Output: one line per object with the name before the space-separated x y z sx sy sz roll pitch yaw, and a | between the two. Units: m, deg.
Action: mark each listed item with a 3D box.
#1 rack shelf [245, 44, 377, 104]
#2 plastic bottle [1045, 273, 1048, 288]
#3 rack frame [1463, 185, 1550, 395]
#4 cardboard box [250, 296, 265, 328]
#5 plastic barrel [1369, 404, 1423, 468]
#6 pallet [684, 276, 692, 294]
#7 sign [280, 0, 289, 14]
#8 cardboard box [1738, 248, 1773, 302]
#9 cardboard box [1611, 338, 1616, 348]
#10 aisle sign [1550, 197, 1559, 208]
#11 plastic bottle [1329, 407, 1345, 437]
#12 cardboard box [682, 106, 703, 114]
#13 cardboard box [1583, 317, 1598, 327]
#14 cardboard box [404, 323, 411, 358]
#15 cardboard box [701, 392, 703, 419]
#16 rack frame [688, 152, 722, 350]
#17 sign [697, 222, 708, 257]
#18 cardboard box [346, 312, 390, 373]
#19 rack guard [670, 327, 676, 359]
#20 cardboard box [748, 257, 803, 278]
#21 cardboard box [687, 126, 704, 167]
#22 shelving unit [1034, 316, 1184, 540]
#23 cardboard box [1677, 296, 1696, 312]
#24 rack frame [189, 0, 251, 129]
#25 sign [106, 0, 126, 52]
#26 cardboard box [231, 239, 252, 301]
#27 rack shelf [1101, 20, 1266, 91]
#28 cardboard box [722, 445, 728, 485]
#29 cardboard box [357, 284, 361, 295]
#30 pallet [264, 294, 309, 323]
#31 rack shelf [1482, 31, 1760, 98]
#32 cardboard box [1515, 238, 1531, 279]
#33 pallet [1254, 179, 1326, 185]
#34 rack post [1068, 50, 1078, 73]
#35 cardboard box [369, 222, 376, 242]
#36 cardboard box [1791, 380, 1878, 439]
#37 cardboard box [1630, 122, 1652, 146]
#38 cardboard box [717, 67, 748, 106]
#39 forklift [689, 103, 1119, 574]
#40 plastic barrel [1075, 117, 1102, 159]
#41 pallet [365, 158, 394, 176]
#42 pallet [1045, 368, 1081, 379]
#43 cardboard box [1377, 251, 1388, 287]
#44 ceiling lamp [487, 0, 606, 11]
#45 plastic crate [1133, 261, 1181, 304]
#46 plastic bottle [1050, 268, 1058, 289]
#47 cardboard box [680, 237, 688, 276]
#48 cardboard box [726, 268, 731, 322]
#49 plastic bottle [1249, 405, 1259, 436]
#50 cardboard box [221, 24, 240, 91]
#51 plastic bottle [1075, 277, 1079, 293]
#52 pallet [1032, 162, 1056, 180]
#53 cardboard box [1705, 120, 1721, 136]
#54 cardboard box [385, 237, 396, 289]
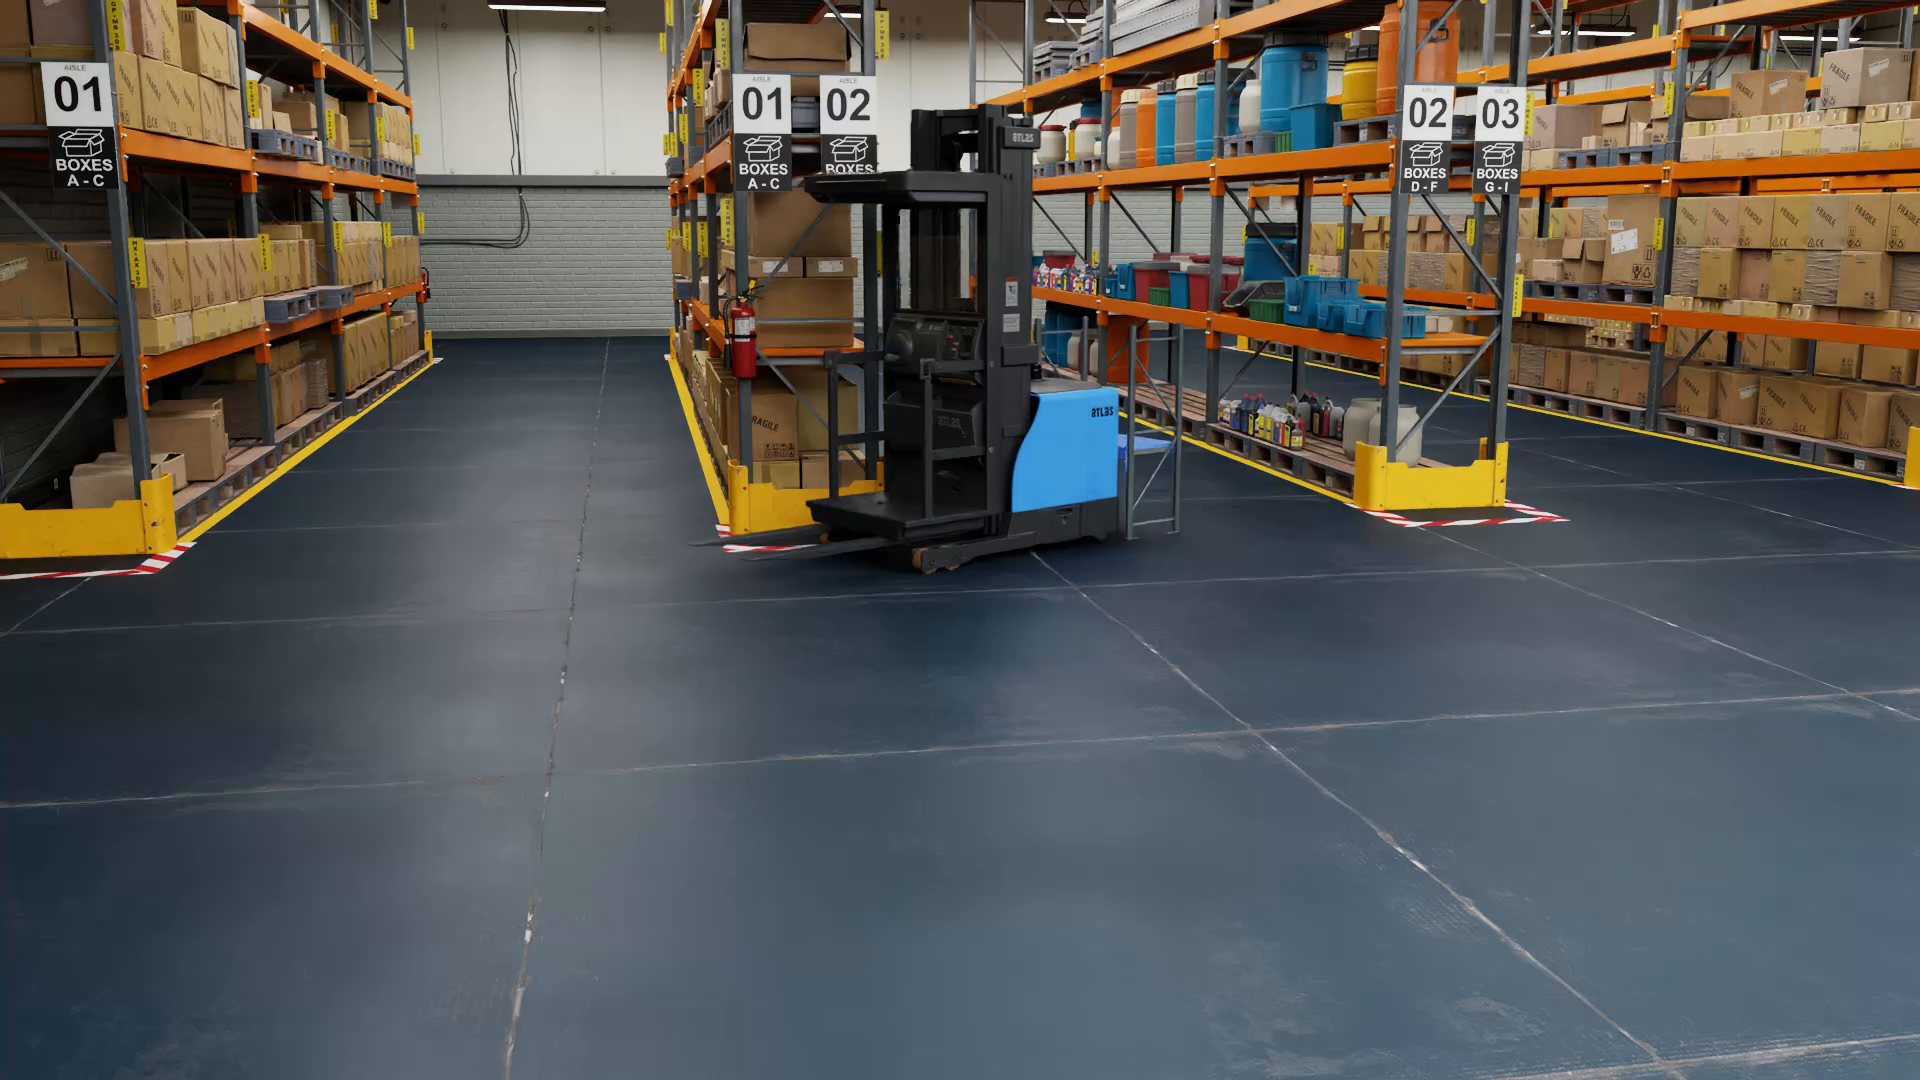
rack shelf | -7.893 -5.610 20.100 1.077 0.370 4.000 -2 11 -11
plastic bottle | 1.238 -3.637 23.313 0.097 0.201 0.097 0 11 0
rack frame | 7.072 -3.387 21.468 1.000 3.000 0.127 -2 11 -11
cardboard box | -6.337 -1.973 14.388 0.500 0.250 0.500 -2 11 -11
plastic barrel | 3.567 -0.842 13.626 0.421 0.512 0.421 0 11 0
pallet | -3.029 -3.289 21.470 1.003 0.211 1.213 -2 11 -11
sign | -8.831 -7.048 21.738 0.100 0.325 0.005 -2 11 -11
cardboard box | 8.136 -2.583 16.180 0.875 0.500 0.500 -2 11 -11
cardboard box | 10.800 -3.198 26.979 0.380 0.149 0.250 -2 11 -9
aisle sign | 10.681 -6.317 29.912 0.394 0.787 0.004 -2 11 -11
plastic bottle | 3.528 -1.119 15.662 0.152 0.276 0.135 -2 11 -10
cardboard box | -3.556 -5.863 23.511 0.700 0.500 0.500 -2 11 -11
cardboard box | 10.593 -3.624 27.623 0.380 0.149 0.250 -3 11 -14
cardboard box | -8.630 -2.983 24.910 0.700 0.500 0.500 -2 11 -13
cardboard box | -2.429 -1.401 17.267 0.500 0.250 0.500 -2 11 -10
rack frame | -2.646 -3.027 19.579 1.000 3.000 0.127 -2 11 -11
sign | -2.398 -2.802 15.511 0.100 0.325 0.005 -2 11 -11
cardboard box | -8.028 -2.616 22.044 0.750 0.750 0.750 -2 11 -10
rack guard | -4.187 -3.253 27.448 1.175 0.500 0.348 -2 11 -11
cardboard box | -1.351 -1.991 12.132 0.380 0.149 0.250 -2 11 -12
cardboard box | -2.764 -4.629 19.703 0.910 0.500 0.500 -2 11 -11
shelving unit | 1.063 -0.841 12.102 0.538 1.500 1.048 -8 13 -36
cardboard box | 7.633 -2.433 17.129 0.380 0.149 0.250 -2 11 -11
rack frame | -6.726 -5.060 14.214 1.000 3.000 0.127 -2 11 -11
sign | -5.416 -3.302 10.662 0.100 0.325 0.005 -2 11 -11
cardboard box | -6.228 -2.251 13.840 0.500 0.500 0.500 -2 11 -11
rack shelf | 2.603 -5.237 18.138 1.077 0.370 4.000 -2 11 -11
cardboard box | -1.593 -0.594 13.028 0.500 0.250 0.500 -2 11 -11
cardboard box | -7.694 -3.131 20.743 0.380 0.149 0.250 -2 11 -9
pallet | -6.732 -2.164 15.557 1.003 0.211 1.213 -2 11 -11
rack shelf | 7.461 -5.417 19.085 1.077 0.370 4.000 -2 11 -11
cardboard box | 7.216 -3.545 20.907 0.500 0.500 0.500 -4 11 -18
pallet | 5.671 -6.148 28.192 1.003 0.211 1.213 -2 11 -11
rack post | 1.954 -6.275 21.936 0.937 0.300 0.954 -1 11 -5
cardboard box | -7.850 -3.983 21.479 0.500 0.250 0.500 -2 11 -10
cardboard box | 8.270 -1.237 15.735 0.500 0.500 0.500 -1 11 -6
cardboard box | 7.569 -4.436 18.193 0.396 0.266 0.258 -2 11 -9
cardboard box | -1.572 -3.437 12.611 0.500 0.250 0.500 -2 11 -11
forklift | -0.329 -1.332 10.857 3.031 2.935 1.130 -9 14 -40
plastic barrel | 1.721 -5.273 21.869 0.433 0.535 0.433 0 11 0
pallet | -8.431 -5.160 23.002 1.003 0.211 1.213 -2 11 -11
pallet | 1.786 -2.203 22.708 1.003 0.211 1.213 -2 11 -11
cardboard box | 6.334 -3.892 23.856 0.500 0.500 0.500 -2 11 -12
ceiling lamp | -7.105 -10.712 28.300 2.000 3.185 0.800 -2 11 -11
plastic crate | 2.228 -2.931 18.900 0.402 0.464 0.583 -2 11 -11
plastic bottle | 1.332 -3.611 22.977 0.152 0.276 0.135 -2 11 -11
cardboard box | -3.355 -3.797 22.235 0.700 0.500 0.500 0 11 -2
cardboard box | -1.775 -2.262 15.289 0.700 0.500 0.500 -2 11 -12
plastic bottle | 2.770 -1.125 15.674 0.061 0.283 0.133 -2 11 -8
cardboard box | -6.363 -4.054 13.958 0.500 0.500 0.500 -3 11 -16
plastic bottle | 1.554 -3.339 21.749 0.097 0.201 0.097 0 11 0
pallet | 1.684 -5.181 23.377 1.213 0.211 1.003 -2 11 -11
cardboard box | 7.730 -4.132 16.694 0.380 0.149 0.250 -3 11 -14
cardboard box | -8.372 -3.827 22.981 0.980 0.700 0.700 -2 11 -10
